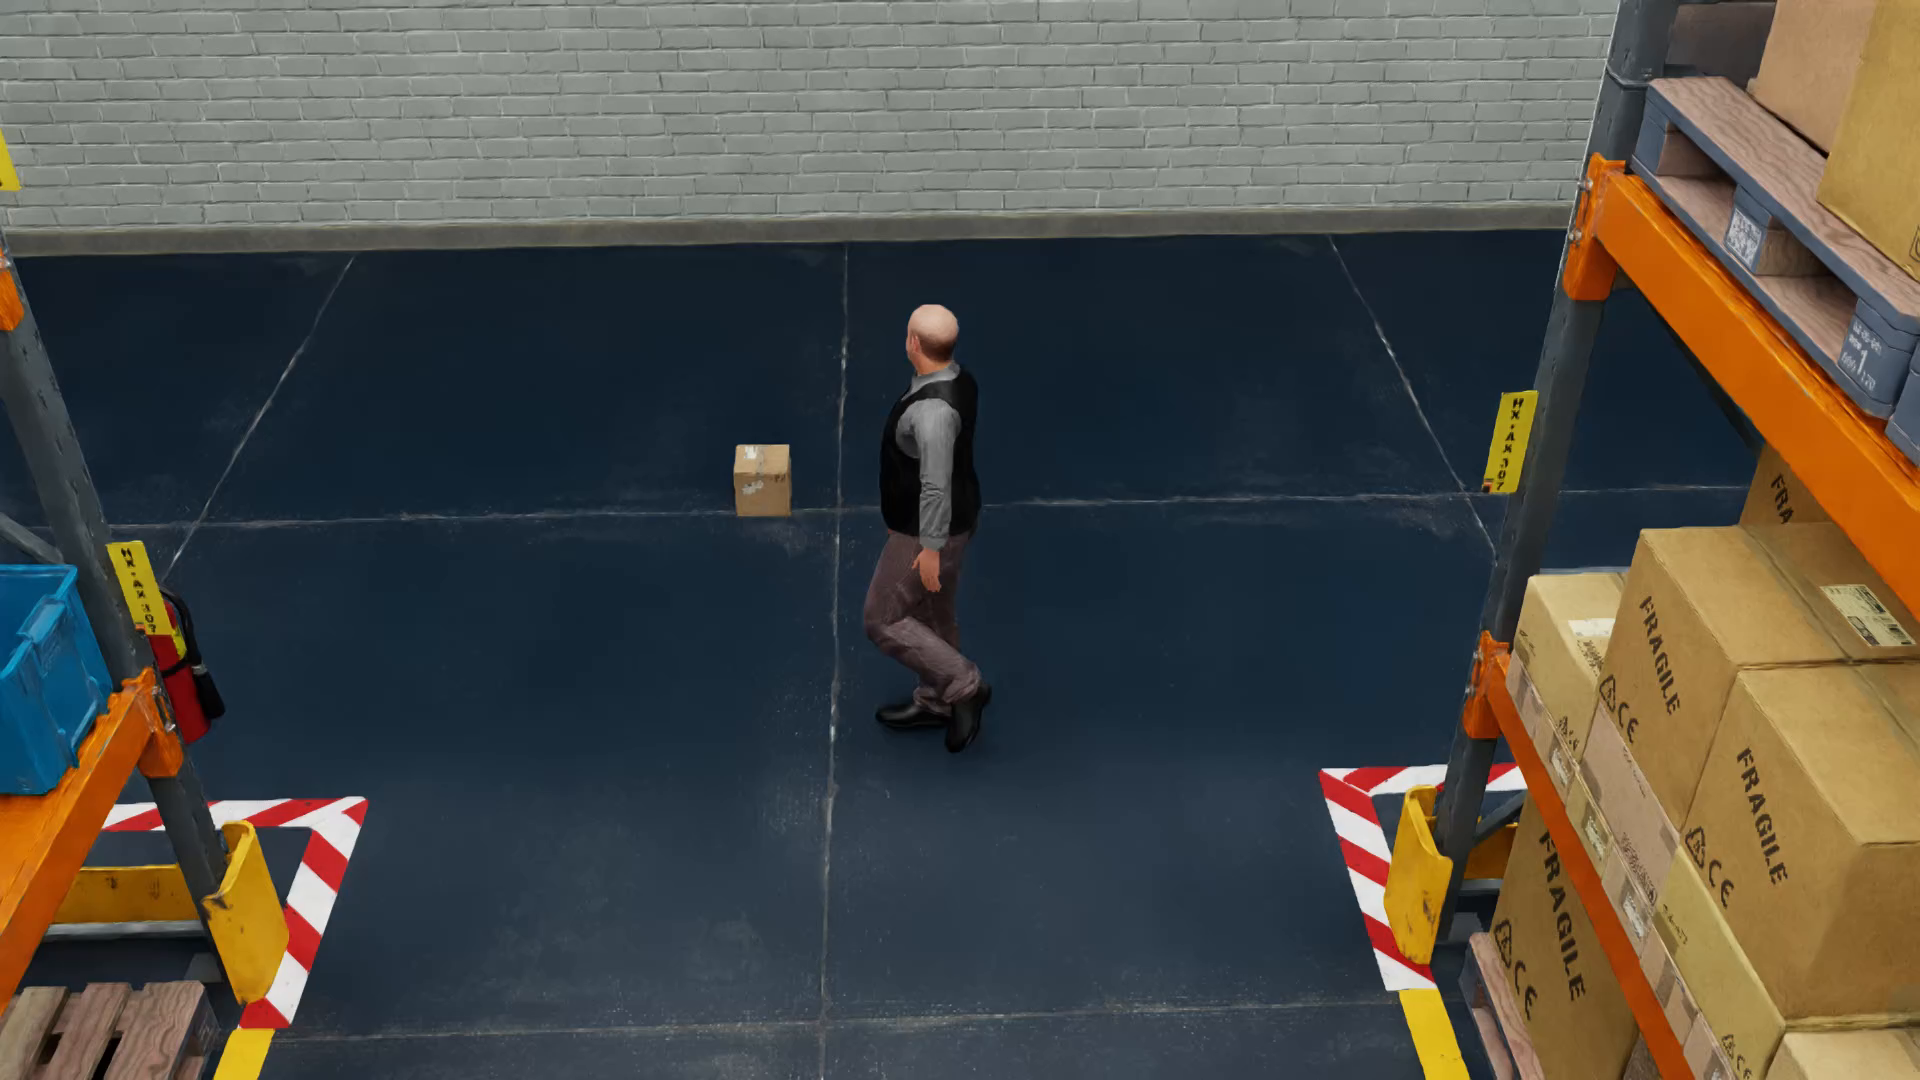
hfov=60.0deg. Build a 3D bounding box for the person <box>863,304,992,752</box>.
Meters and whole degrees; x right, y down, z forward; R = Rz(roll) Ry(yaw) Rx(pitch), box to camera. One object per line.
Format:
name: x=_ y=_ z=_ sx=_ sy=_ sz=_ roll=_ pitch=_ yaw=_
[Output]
person: x=-0.091 y=-0.030 z=6.219 sx=0.500 sy=1.695 sz=0.728 roll=5 pitch=35 yaw=8
